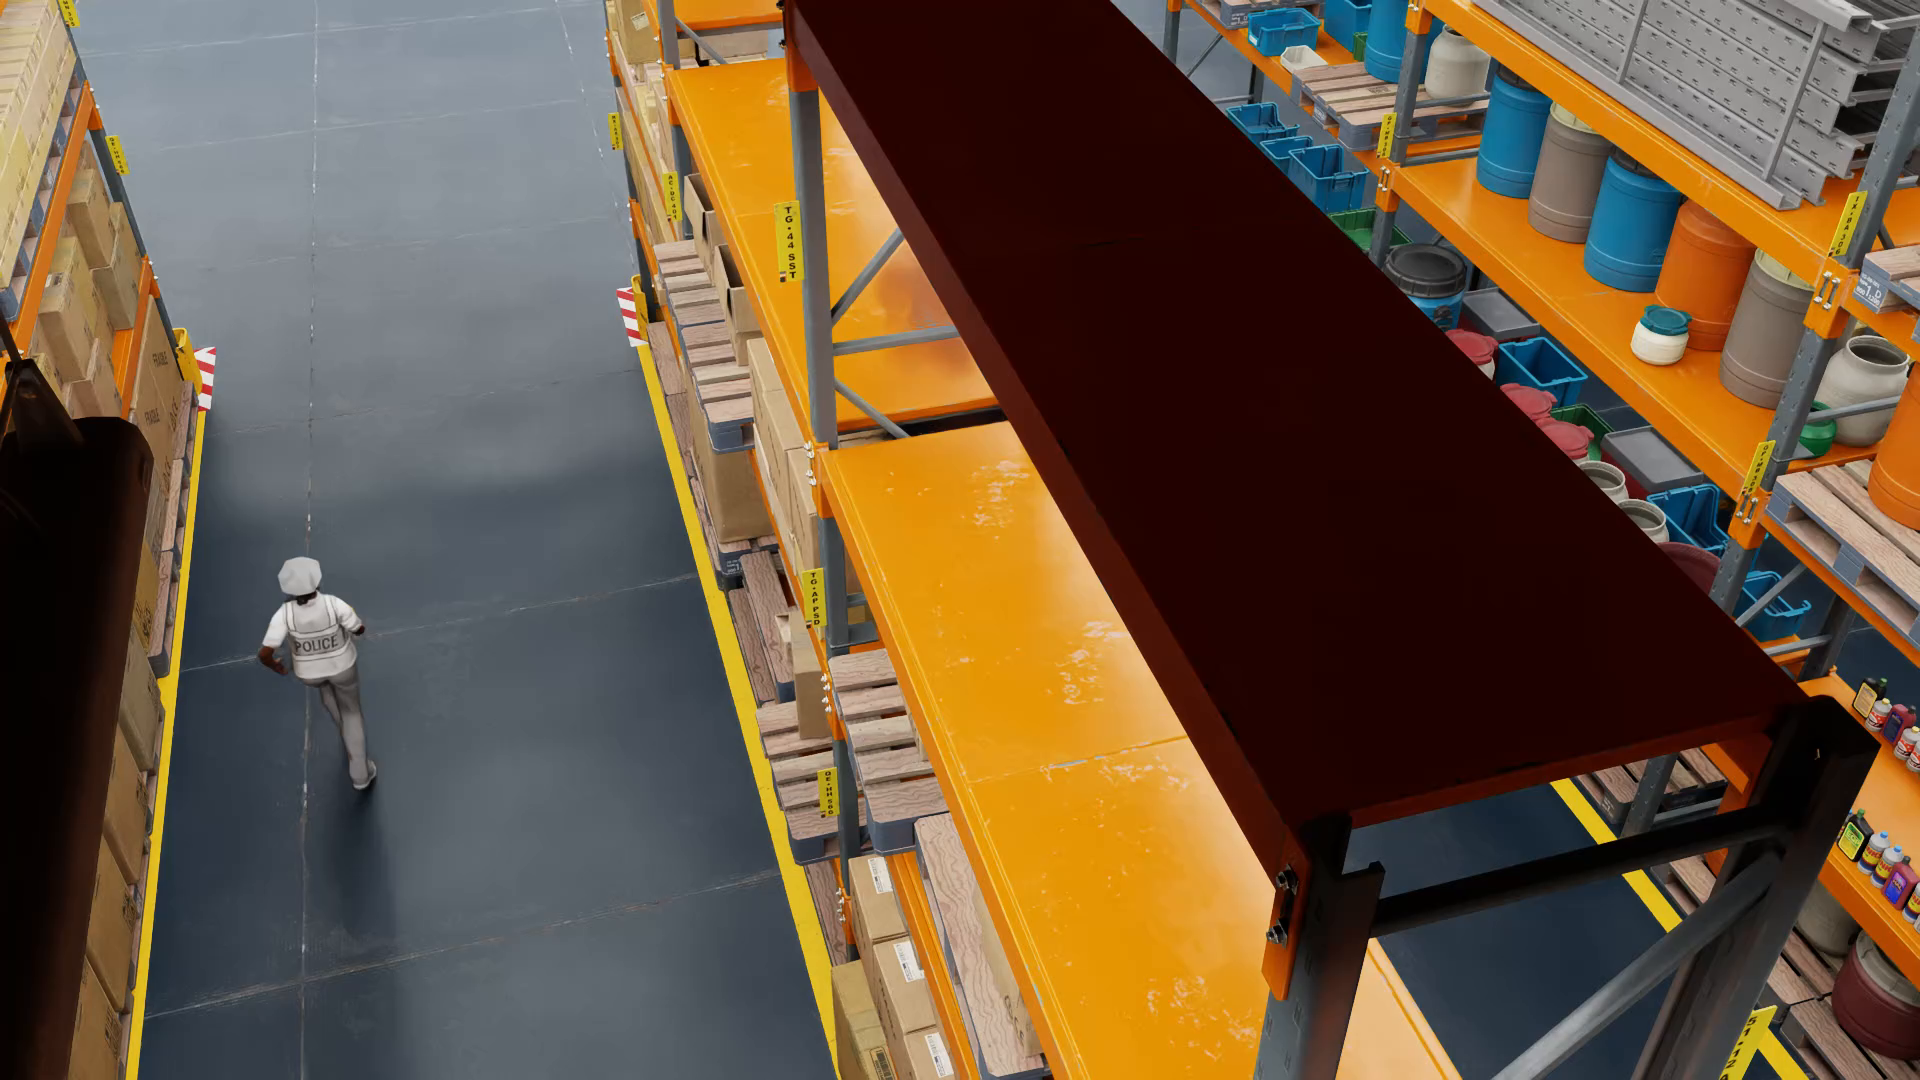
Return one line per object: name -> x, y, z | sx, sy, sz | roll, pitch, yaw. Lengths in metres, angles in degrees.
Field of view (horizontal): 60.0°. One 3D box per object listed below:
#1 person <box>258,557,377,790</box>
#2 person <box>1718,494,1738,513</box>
person -> -3.994, 0.820, 10.464 | 0.583, 1.736, 0.765 | -7, 39, -9
person -> 5.831, -1.044, 12.739 | 0.648, 1.773, 0.961 | -16, 41, -20
